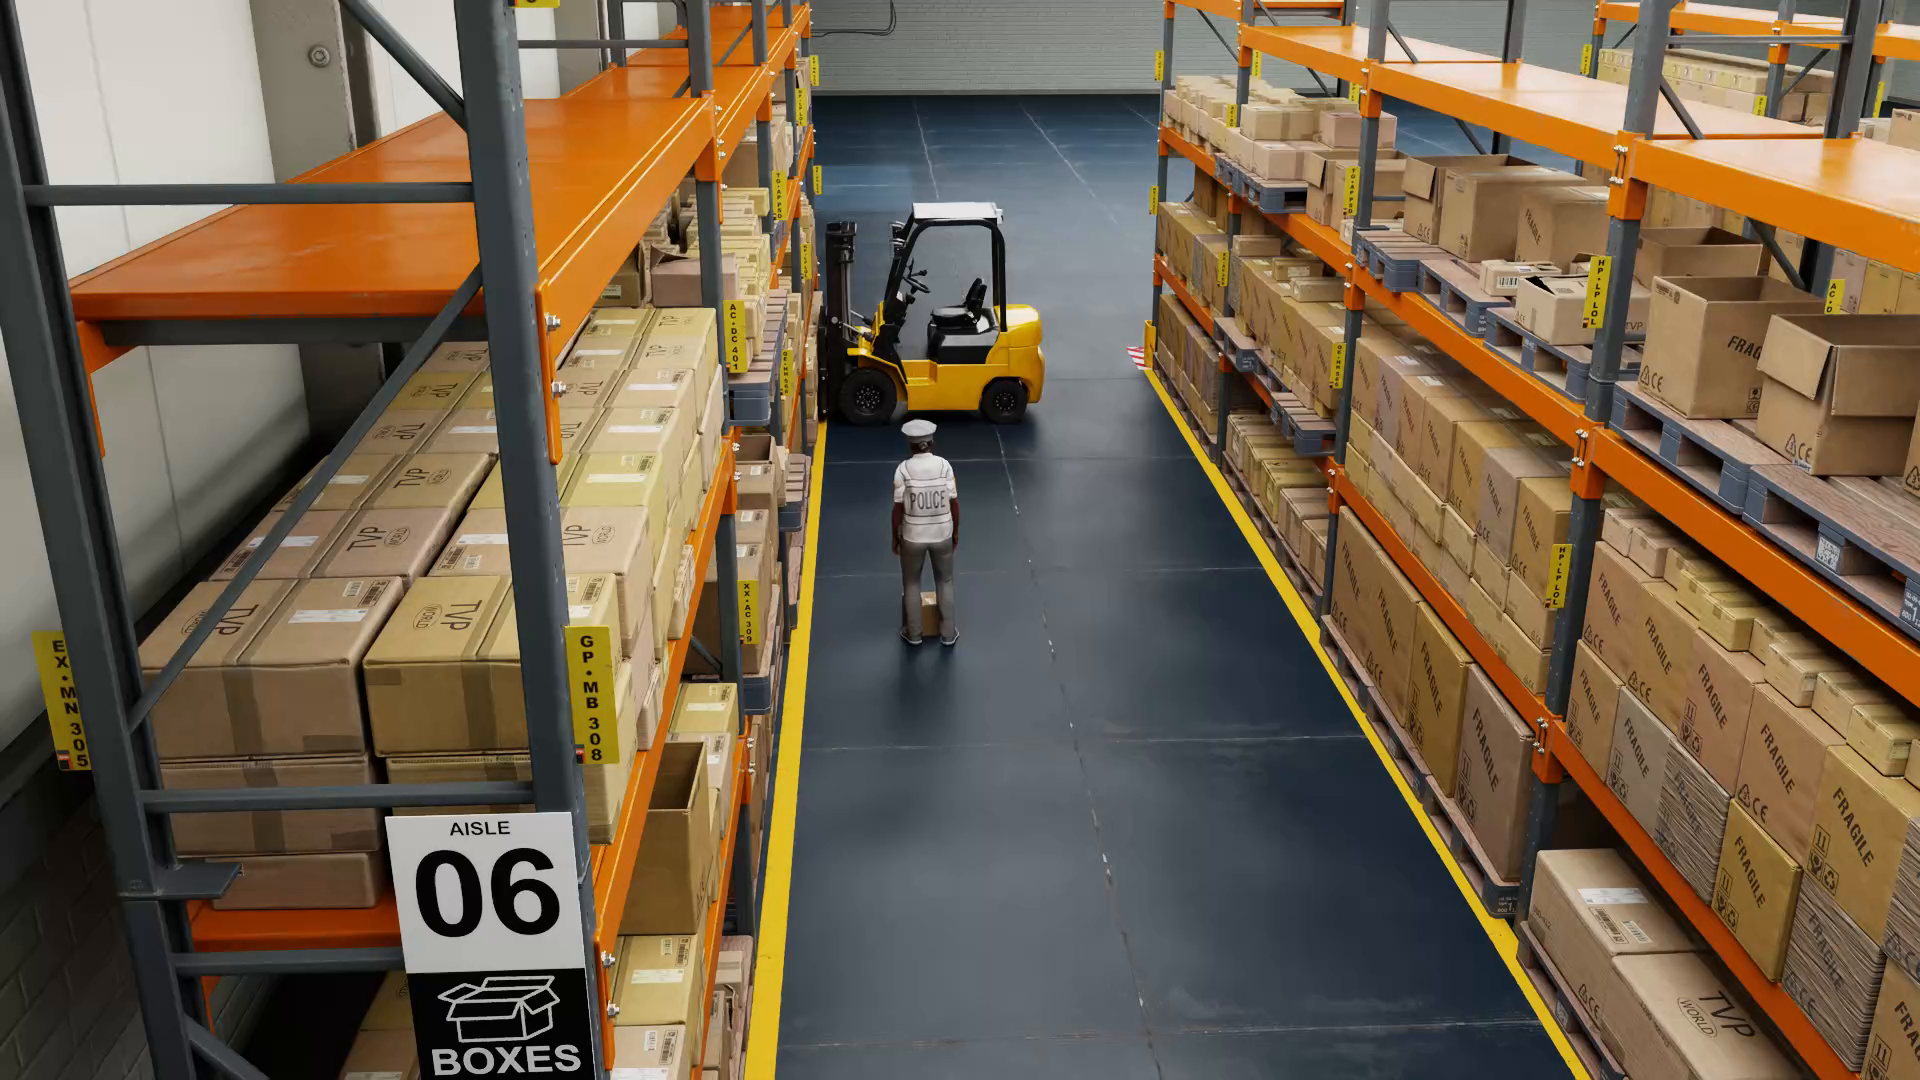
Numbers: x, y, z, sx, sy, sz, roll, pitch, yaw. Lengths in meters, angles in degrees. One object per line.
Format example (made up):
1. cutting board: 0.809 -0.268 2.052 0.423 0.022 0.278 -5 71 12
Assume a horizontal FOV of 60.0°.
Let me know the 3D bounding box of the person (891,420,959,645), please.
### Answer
1. person: -0.247 -0.028 11.976 0.509 1.657 0.425 -4 21 -10
